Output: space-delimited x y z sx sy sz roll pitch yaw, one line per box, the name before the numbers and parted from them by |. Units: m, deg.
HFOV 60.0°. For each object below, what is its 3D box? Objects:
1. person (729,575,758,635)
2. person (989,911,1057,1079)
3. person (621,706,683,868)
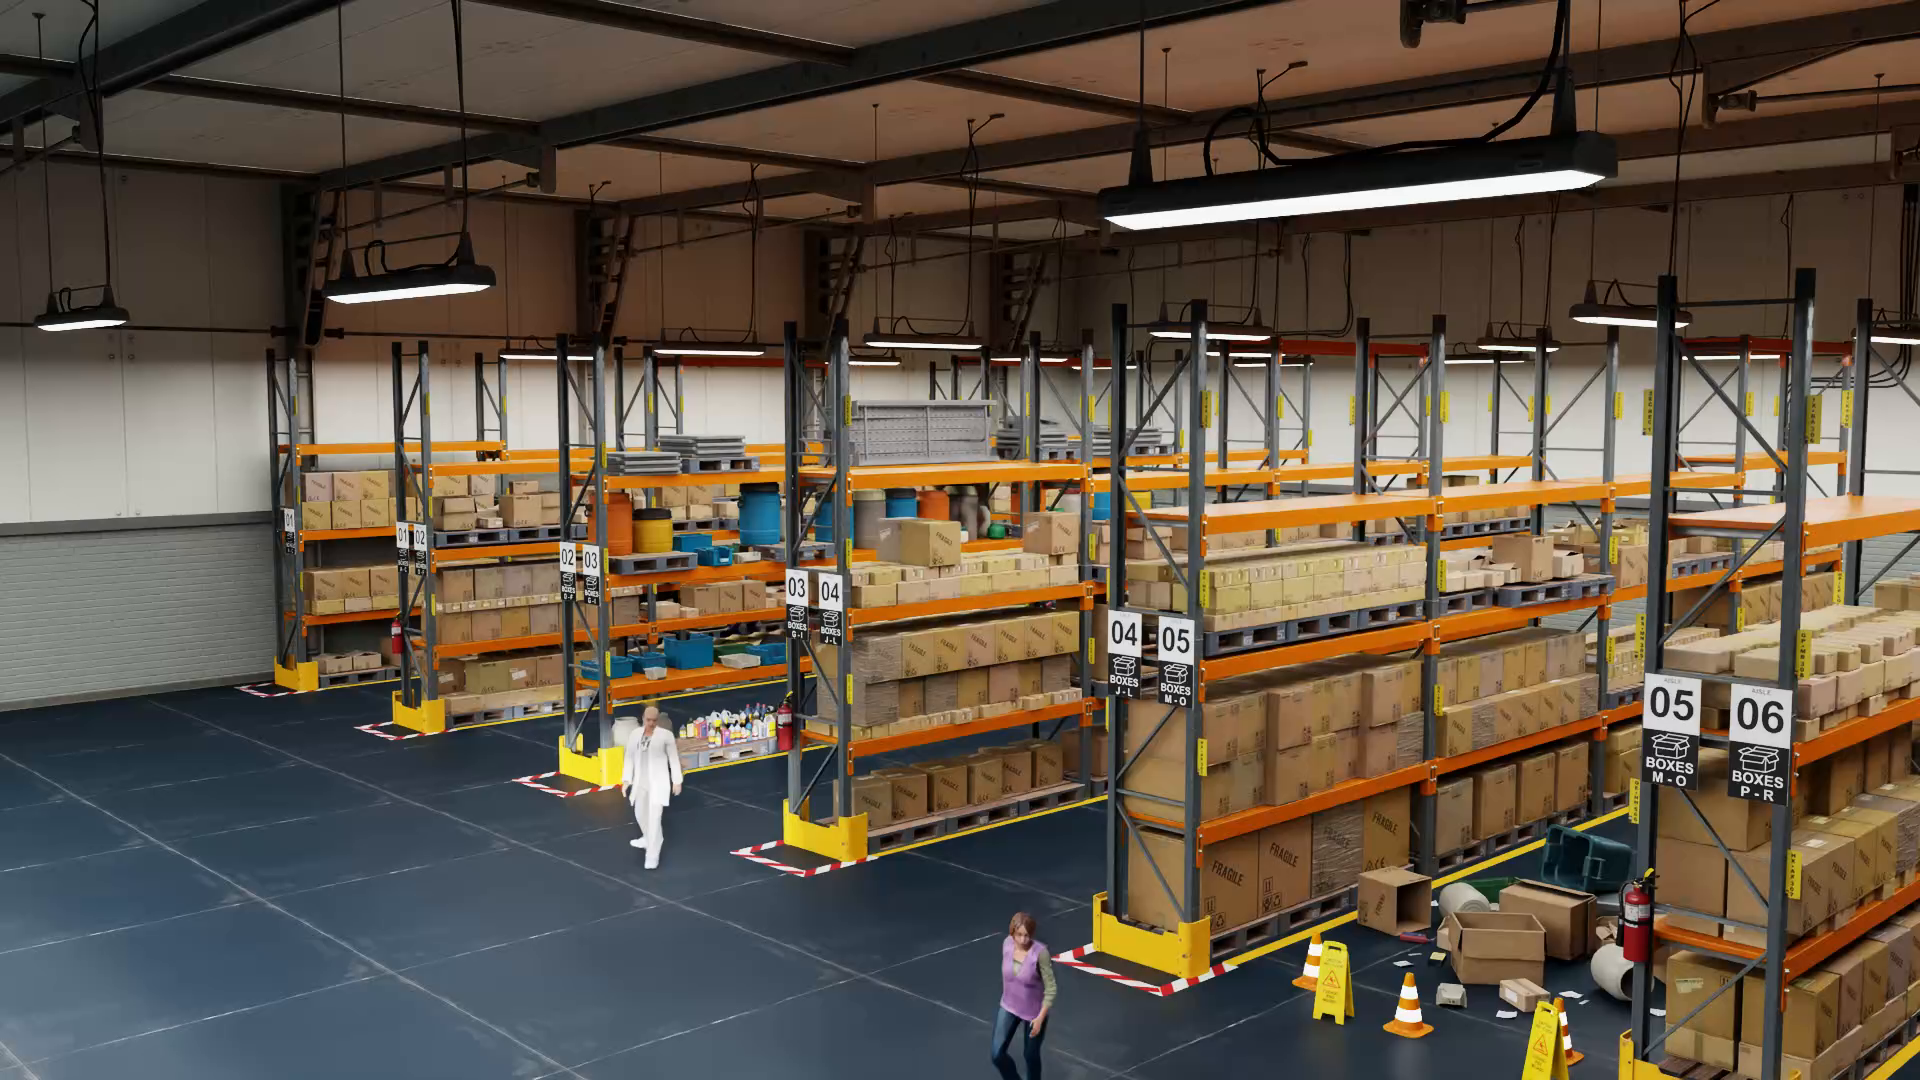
person | -4.284 1.489 33.286 0.528 1.666 0.784 4 6 37
person | 0.482 3.362 11.847 0.506 1.536 0.723 2 5 21
person | -3.483 2.692 18.469 0.771 1.744 0.878 2 5 23
